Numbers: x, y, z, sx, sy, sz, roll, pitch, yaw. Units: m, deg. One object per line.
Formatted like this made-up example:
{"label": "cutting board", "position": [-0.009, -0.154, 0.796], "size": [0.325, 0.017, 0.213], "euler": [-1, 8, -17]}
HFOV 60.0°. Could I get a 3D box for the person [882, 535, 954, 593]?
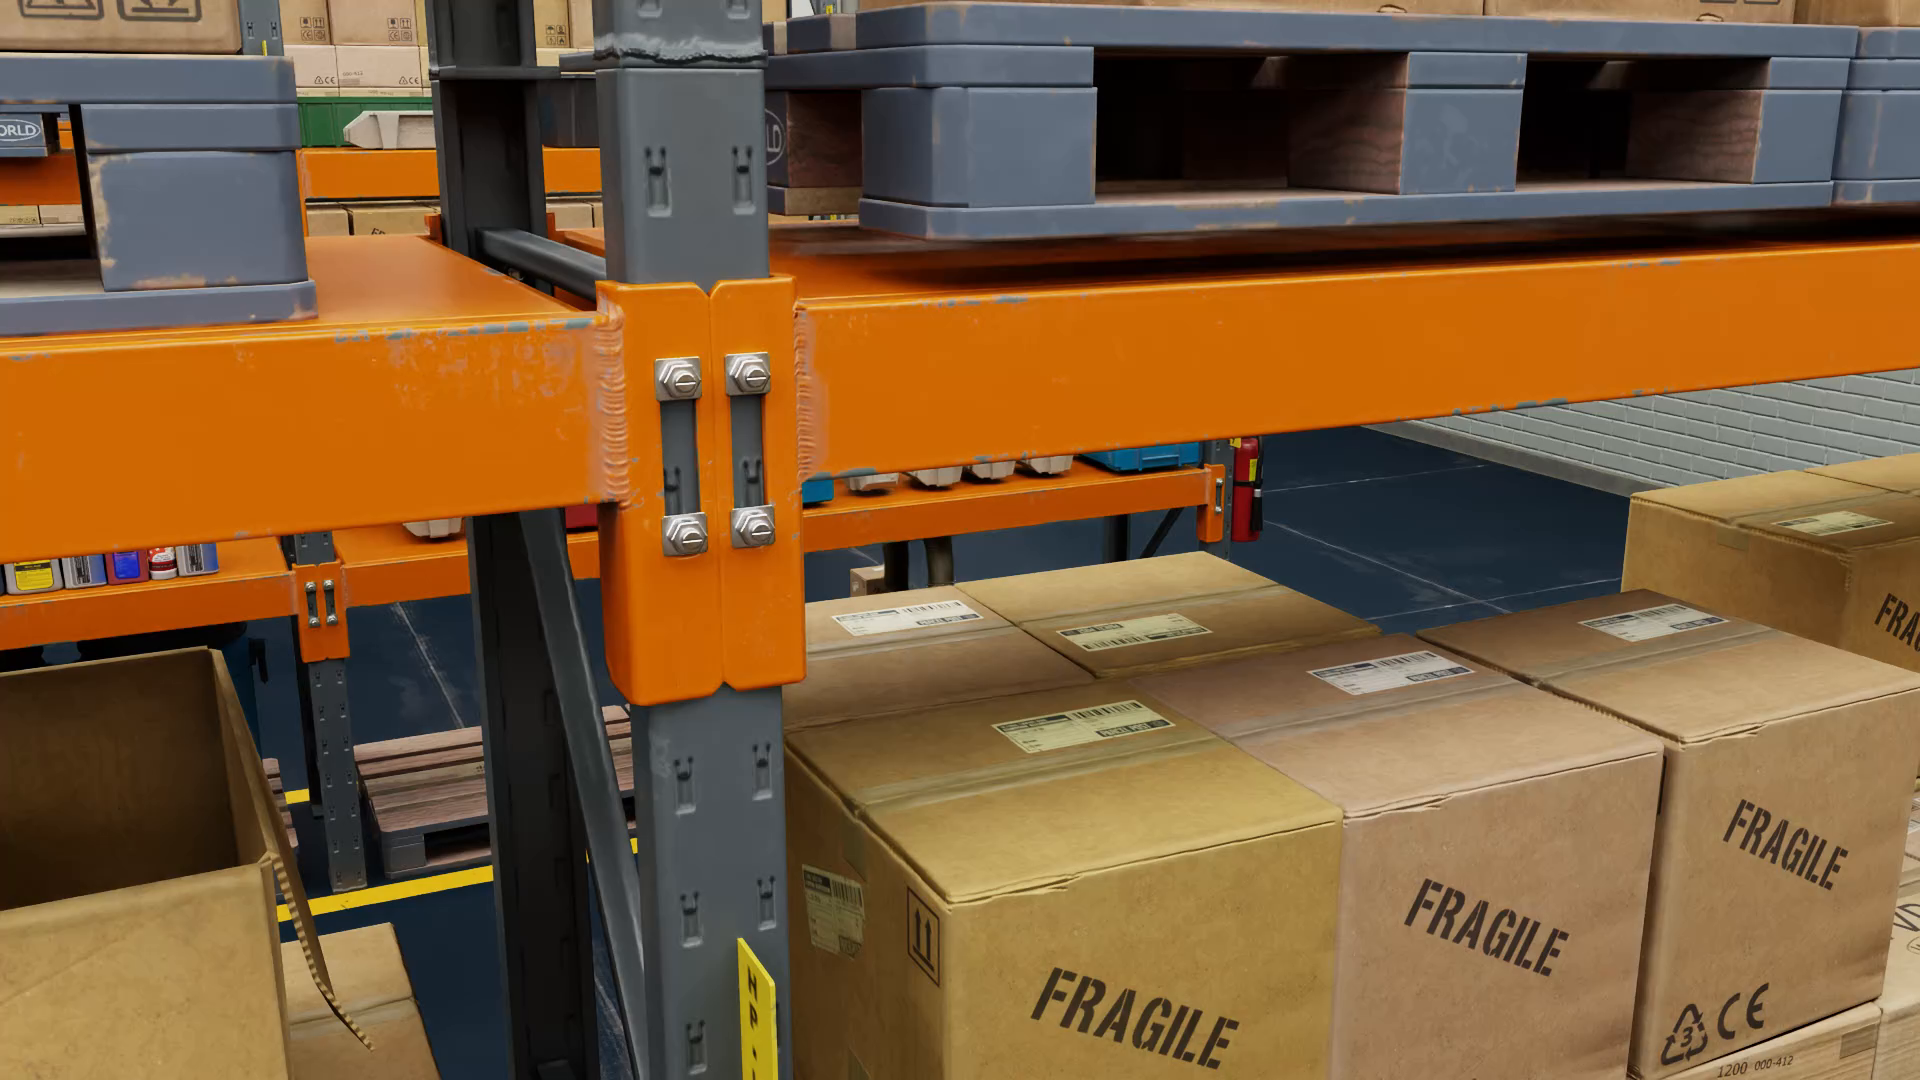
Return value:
{"label": "person", "position": [-0.260, -0.296, 9.318], "size": [0.576, 1.748, 1.011], "euler": [-4, 15, -13]}
